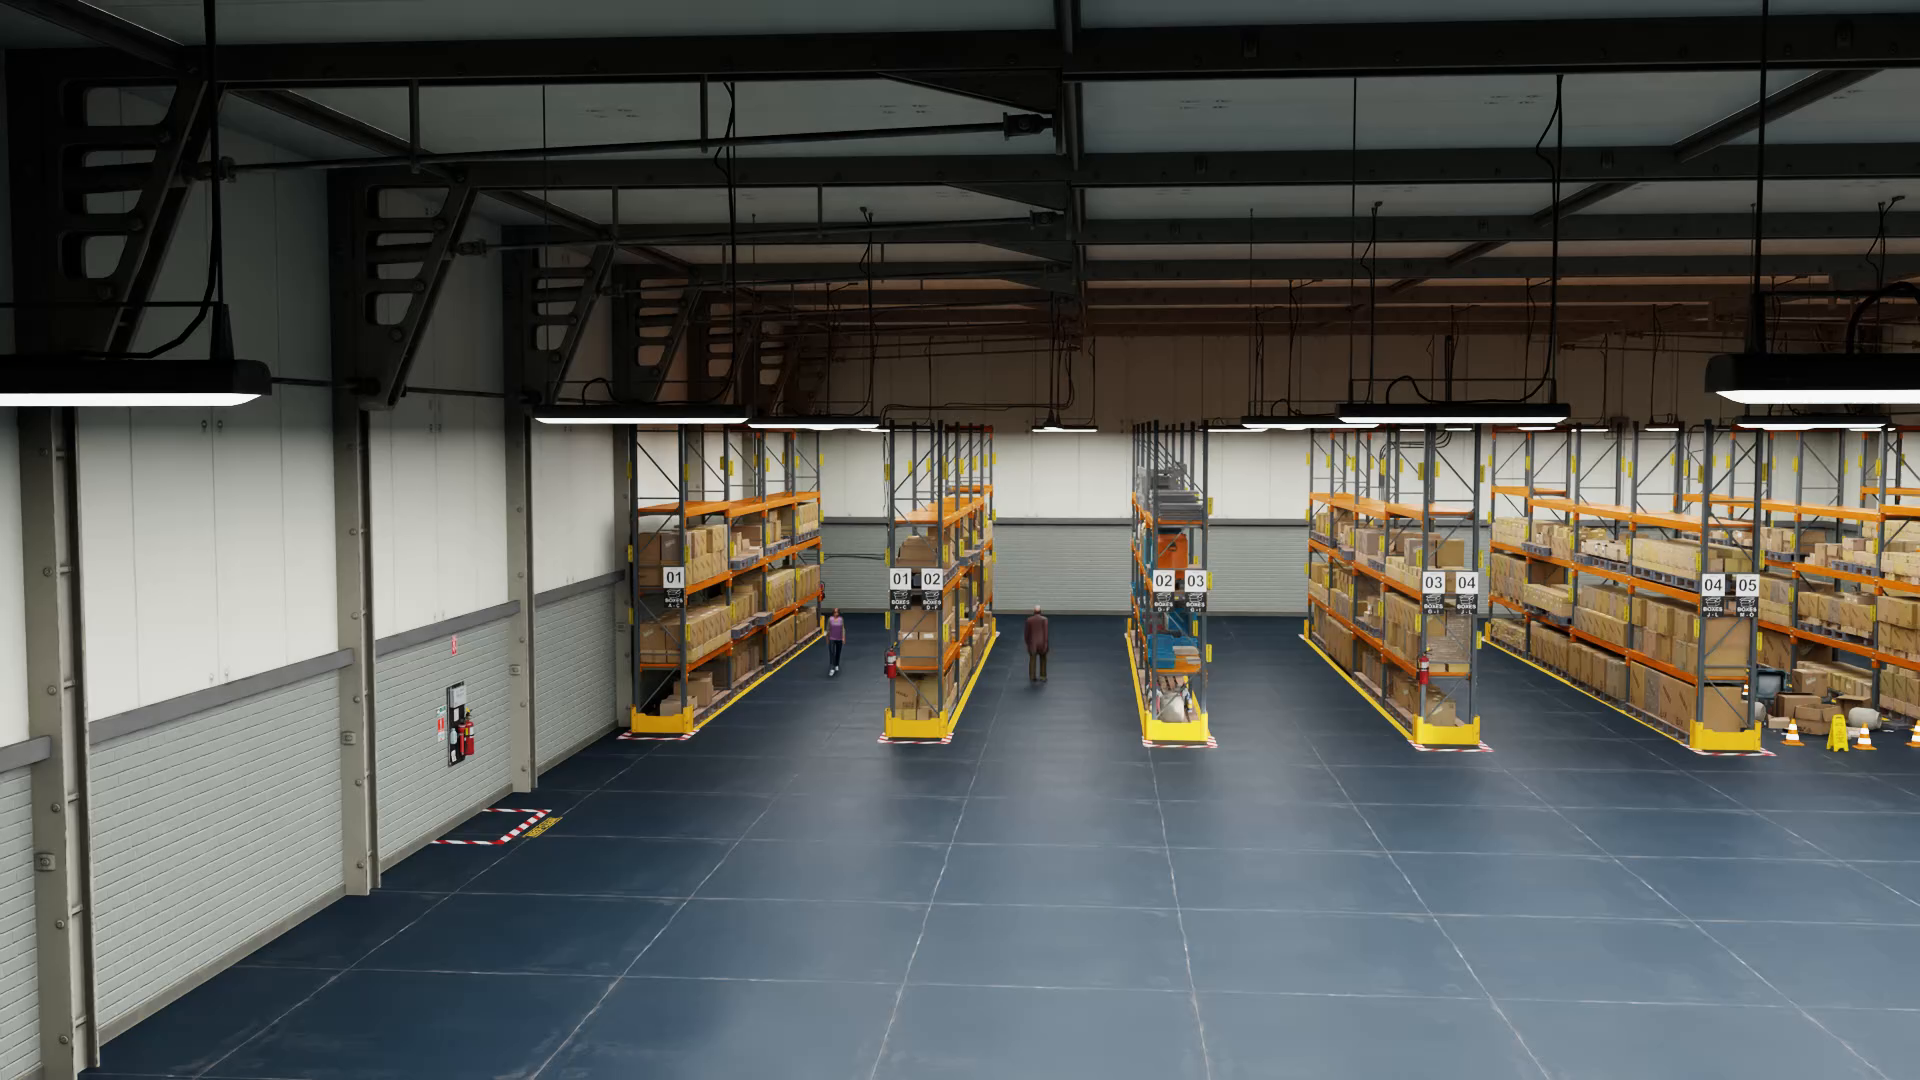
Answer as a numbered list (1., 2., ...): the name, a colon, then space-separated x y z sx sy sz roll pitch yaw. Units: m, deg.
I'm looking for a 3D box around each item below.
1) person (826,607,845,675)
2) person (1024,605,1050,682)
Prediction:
1. person: -2.985 2.405 39.961 0.443 1.580 0.800 -1 4 -16
2. person: 1.769 2.420 38.460 0.578 1.814 0.744 1 4 8
